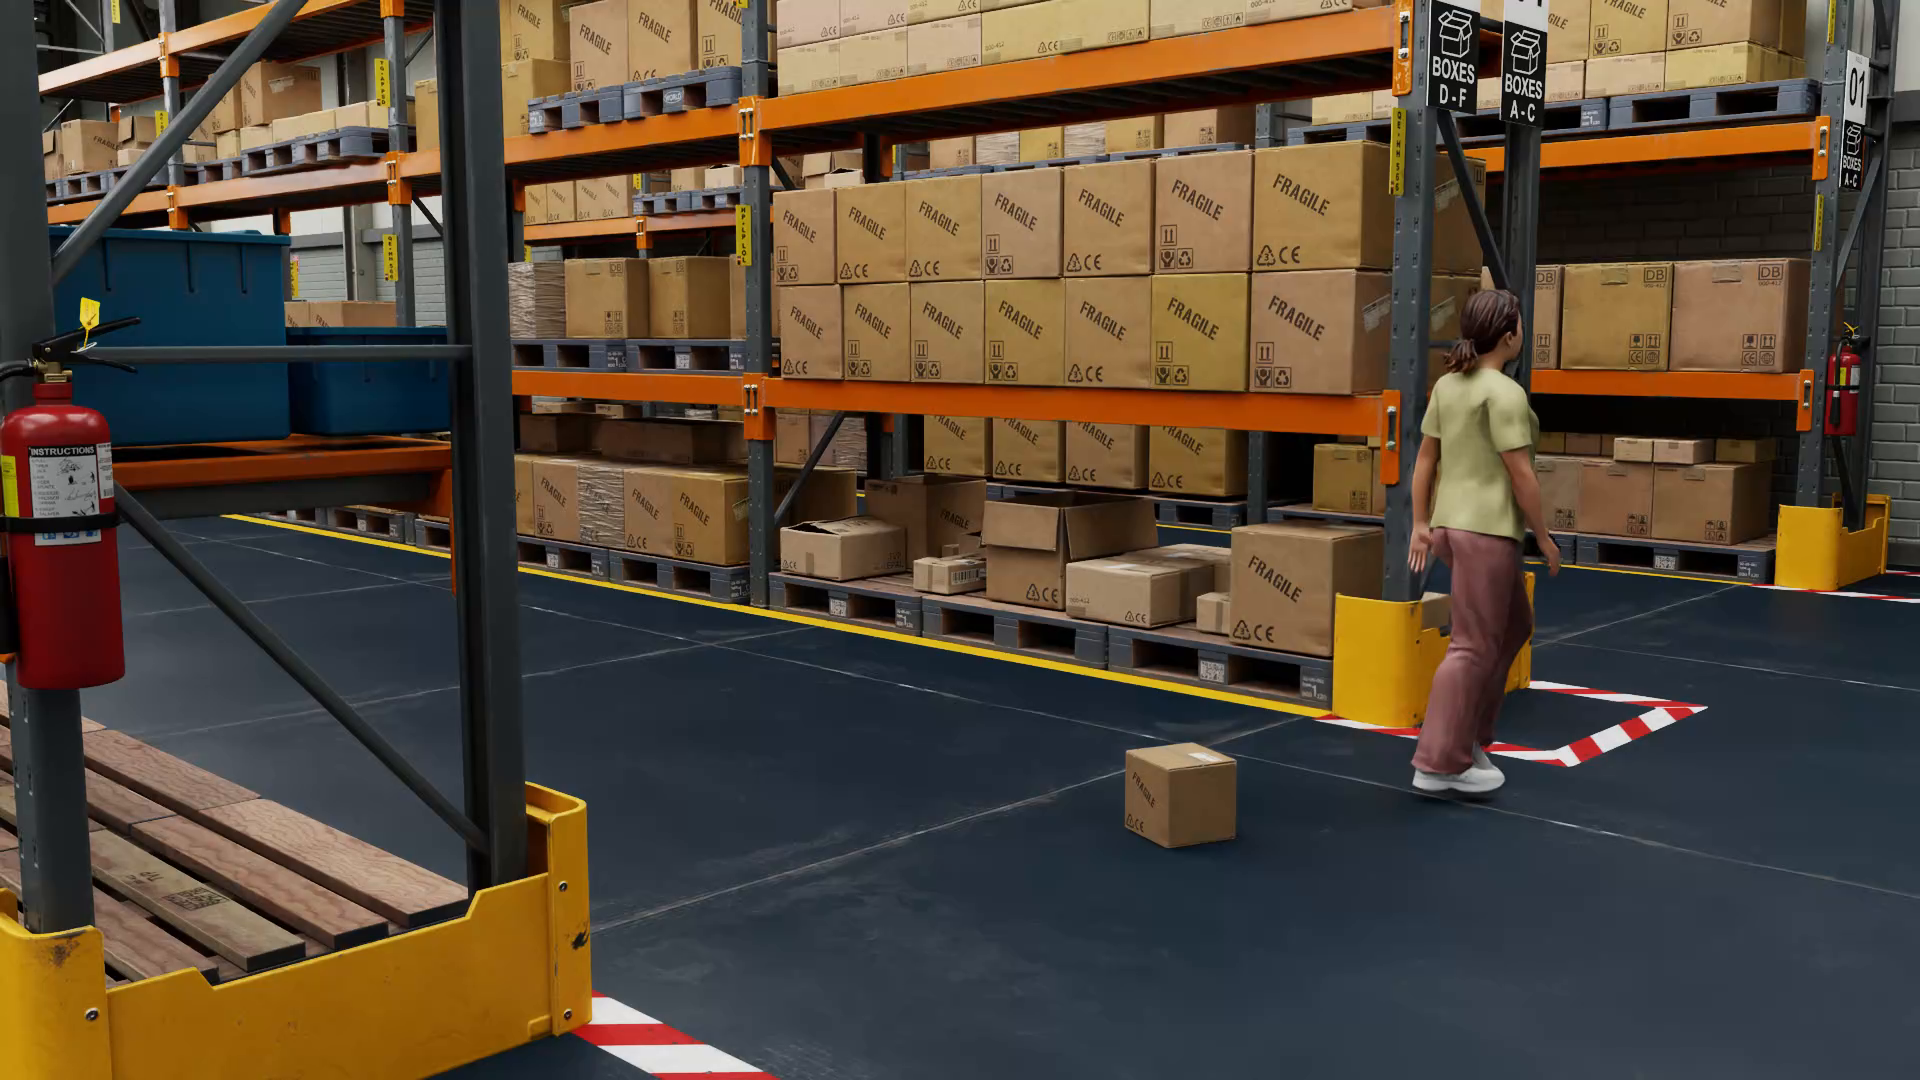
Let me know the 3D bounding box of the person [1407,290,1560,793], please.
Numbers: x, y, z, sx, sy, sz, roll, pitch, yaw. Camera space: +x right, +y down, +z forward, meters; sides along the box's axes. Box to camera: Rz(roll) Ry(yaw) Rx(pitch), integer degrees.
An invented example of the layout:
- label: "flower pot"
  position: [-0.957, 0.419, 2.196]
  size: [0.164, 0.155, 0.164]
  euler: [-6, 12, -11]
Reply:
- label: "person"
  position: [1.749, 0.023, 5.530]
  size: [0.502, 1.689, 0.454]
  euler: [-2, 7, -12]
